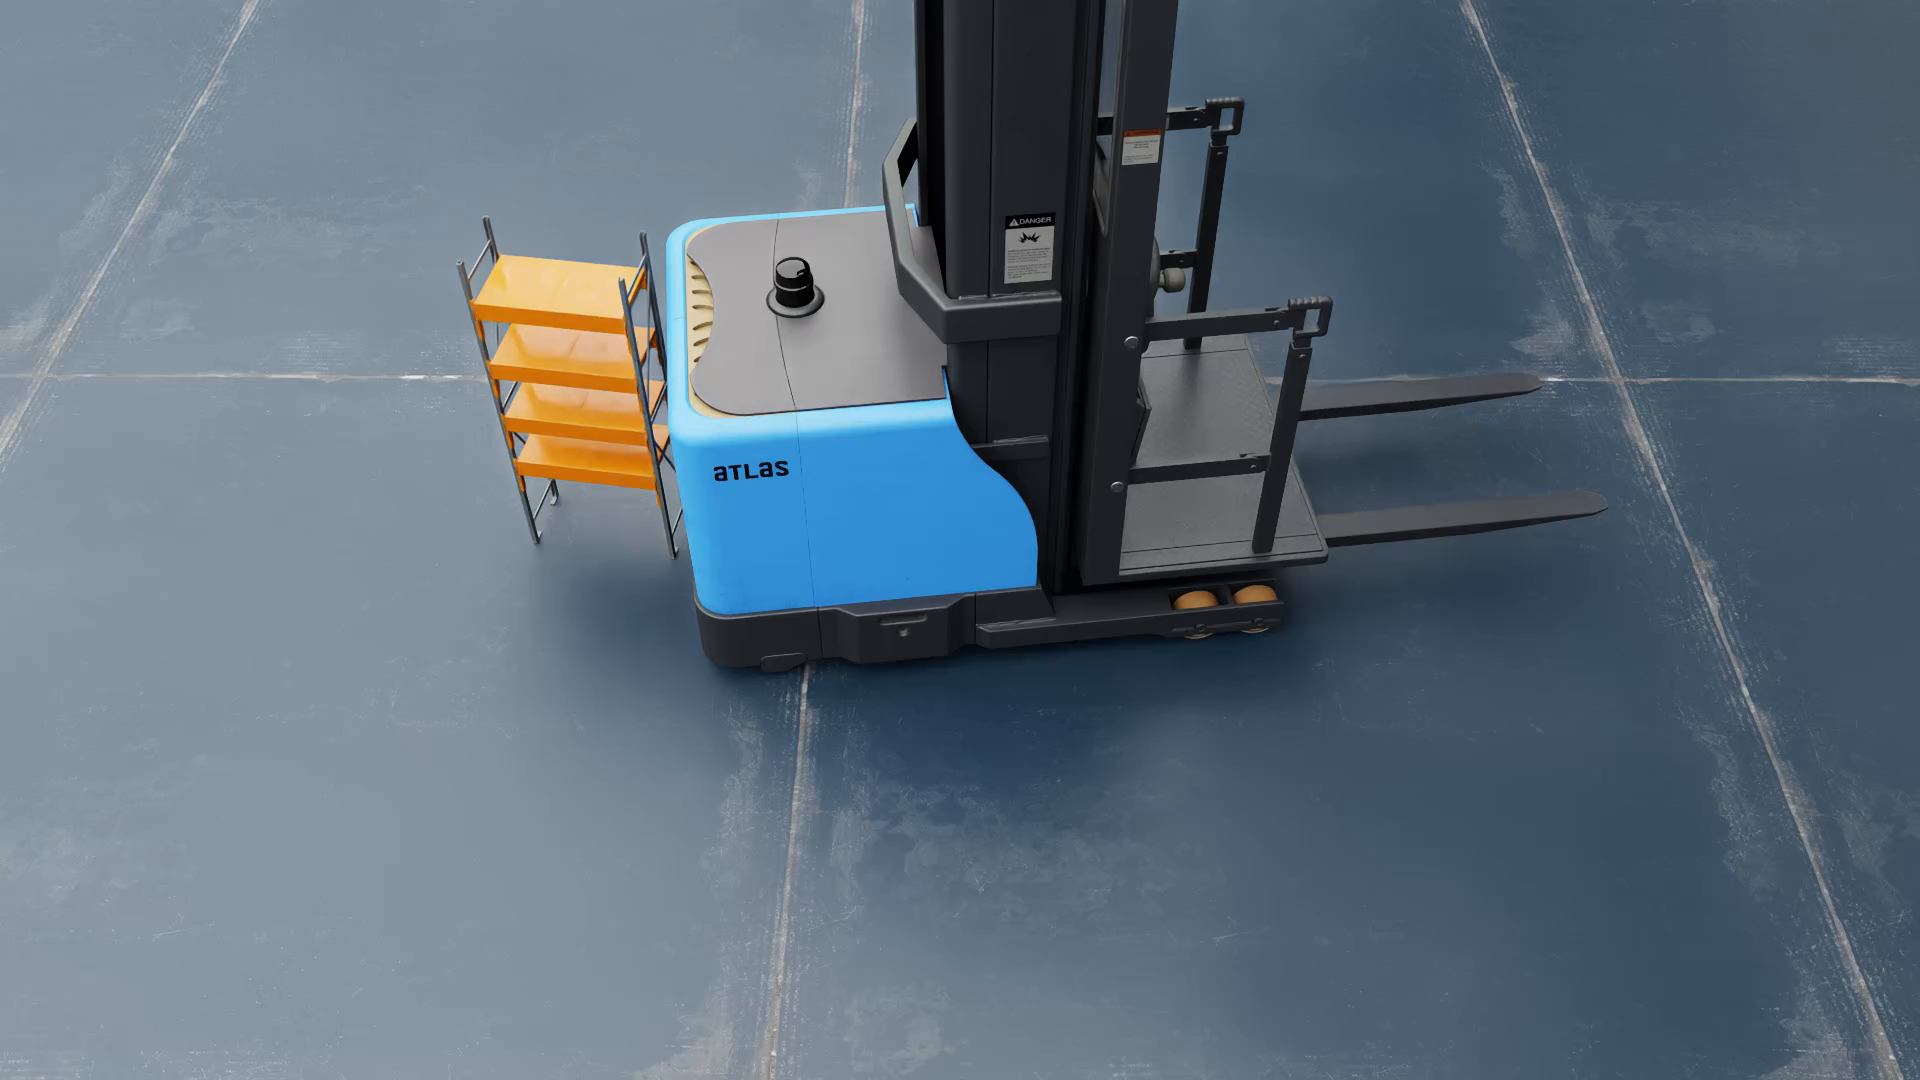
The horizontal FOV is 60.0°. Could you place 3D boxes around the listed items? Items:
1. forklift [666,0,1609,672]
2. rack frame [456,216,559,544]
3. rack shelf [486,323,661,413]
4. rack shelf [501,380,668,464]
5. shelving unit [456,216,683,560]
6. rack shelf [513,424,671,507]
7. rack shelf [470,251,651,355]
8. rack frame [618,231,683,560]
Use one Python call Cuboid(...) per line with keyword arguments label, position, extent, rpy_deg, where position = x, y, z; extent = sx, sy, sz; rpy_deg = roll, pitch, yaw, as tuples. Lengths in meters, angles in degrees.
Cuboid(label="forklift", position=(0.623, -1.057, 4.731), extent=(3.031, 2.935, 1.130), rpy_deg=(-5, 47, -5))
Cuboid(label="rack frame", position=(-1.448, -0.484, 5.380), extent=(0.015, 1.200, 0.240), rpy_deg=(6, 47, 6))
Cuboid(label="rack shelf", position=(-1.207, -0.563, 5.241), extent=(0.480, 0.148, 0.258), rpy_deg=(6, 47, 6))
Cuboid(label="rack shelf", position=(-1.207, -0.410, 5.404), extent=(0.480, 0.148, 0.258), rpy_deg=(6, 47, 6))
Cuboid(label="shelving unit", position=(-1.207, -0.456, 5.355), extent=(0.503, 1.200, 0.258), rpy_deg=(6, 47, 6))
Cuboid(label="rack shelf", position=(-1.207, -0.275, 5.550), extent=(0.480, 0.148, 0.258), rpy_deg=(6, 47, 6))
Cuboid(label="rack shelf", position=(-1.207, -0.724, 5.067), extent=(0.480, 0.148, 0.258), rpy_deg=(6, 47, 6))
Cuboid(label="rack frame", position=(-0.966, -0.429, 5.330), extent=(0.015, 1.200, 0.240), rpy_deg=(6, 47, 6))
